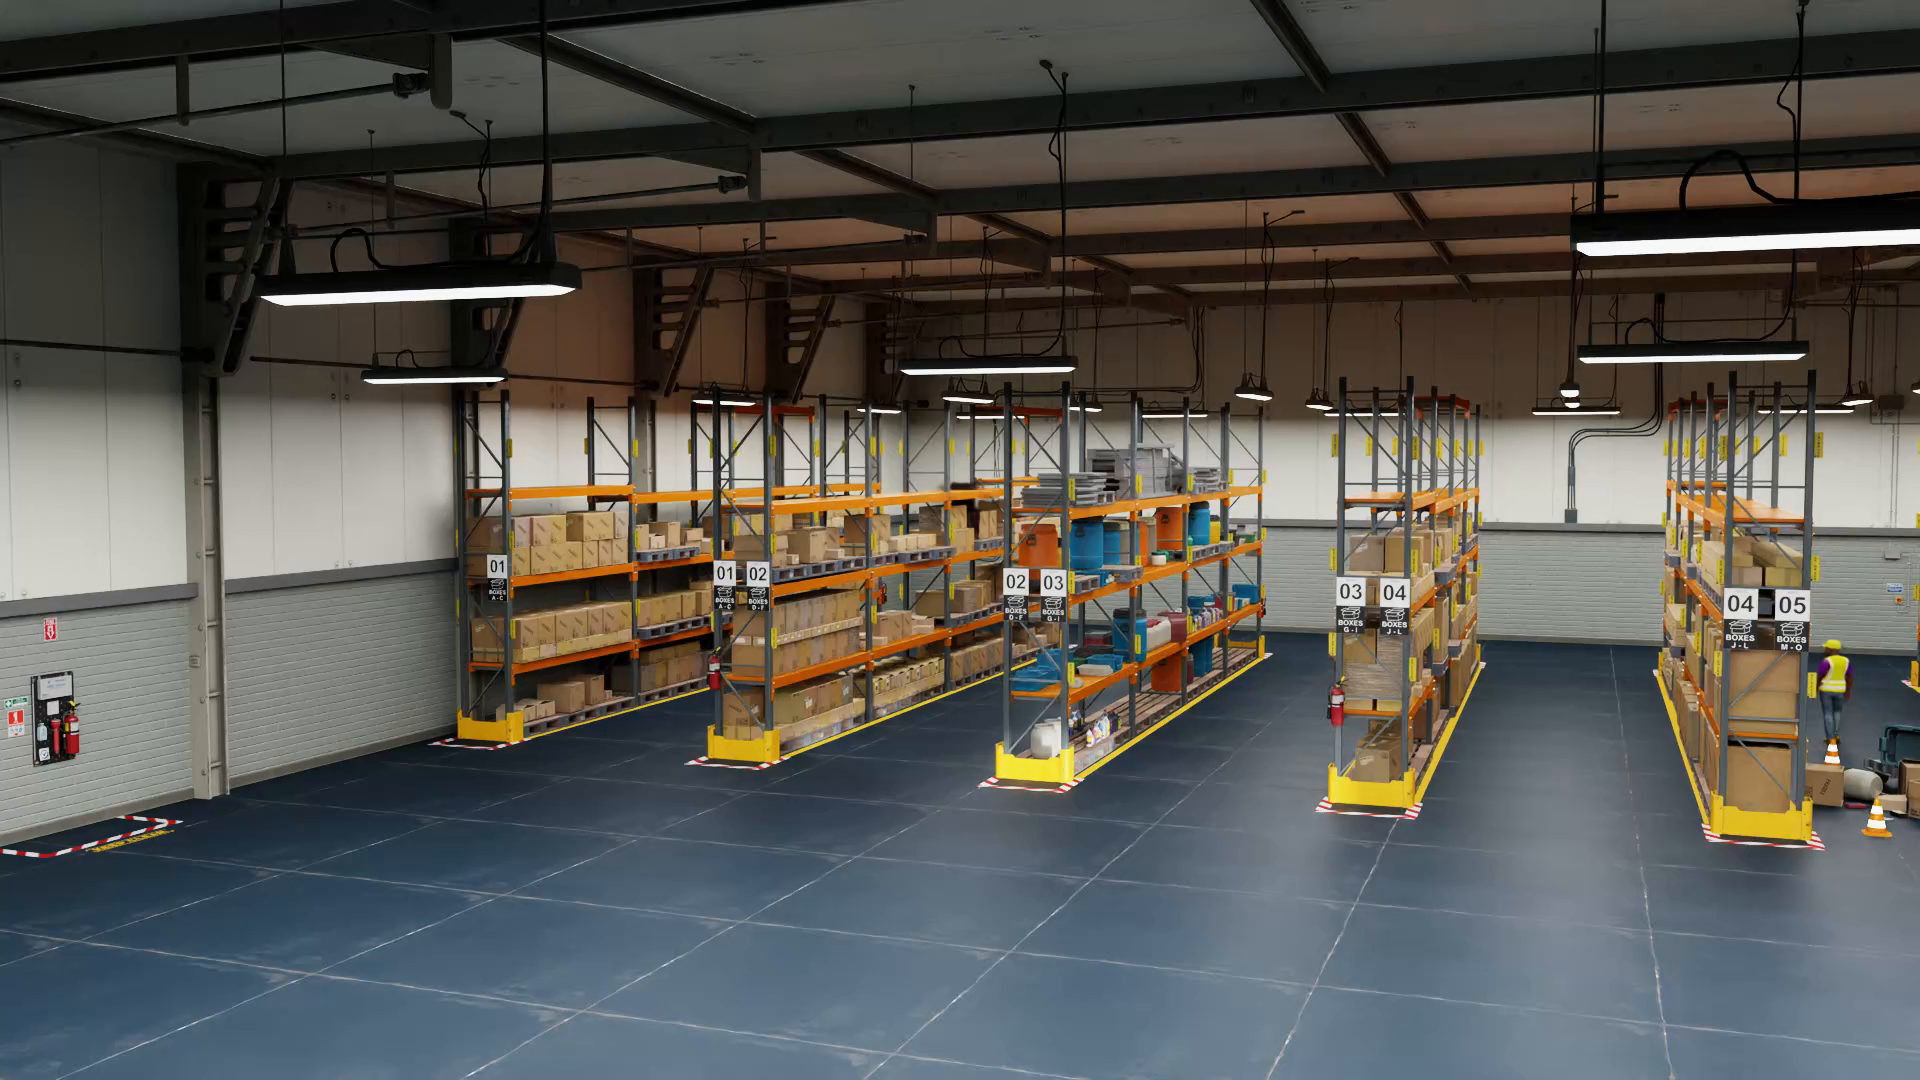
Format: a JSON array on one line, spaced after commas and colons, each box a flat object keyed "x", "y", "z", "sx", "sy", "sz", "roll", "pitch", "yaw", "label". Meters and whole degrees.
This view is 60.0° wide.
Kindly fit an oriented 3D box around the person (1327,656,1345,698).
[{"x": 7.633, "y": 2.316, "z": 33.278, "sx": 0.501, "sy": 1.714, "sz": 0.598, "roll": 2, "pitch": 4, "yaw": 35, "label": "person"}]

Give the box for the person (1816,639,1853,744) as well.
[{"x": 14.705, "y": 2.572, "z": 28.073, "sx": 0.652, "sy": 1.797, "sz": 0.693, "roll": 1, "pitch": 3, "yaw": 17, "label": "person"}]
